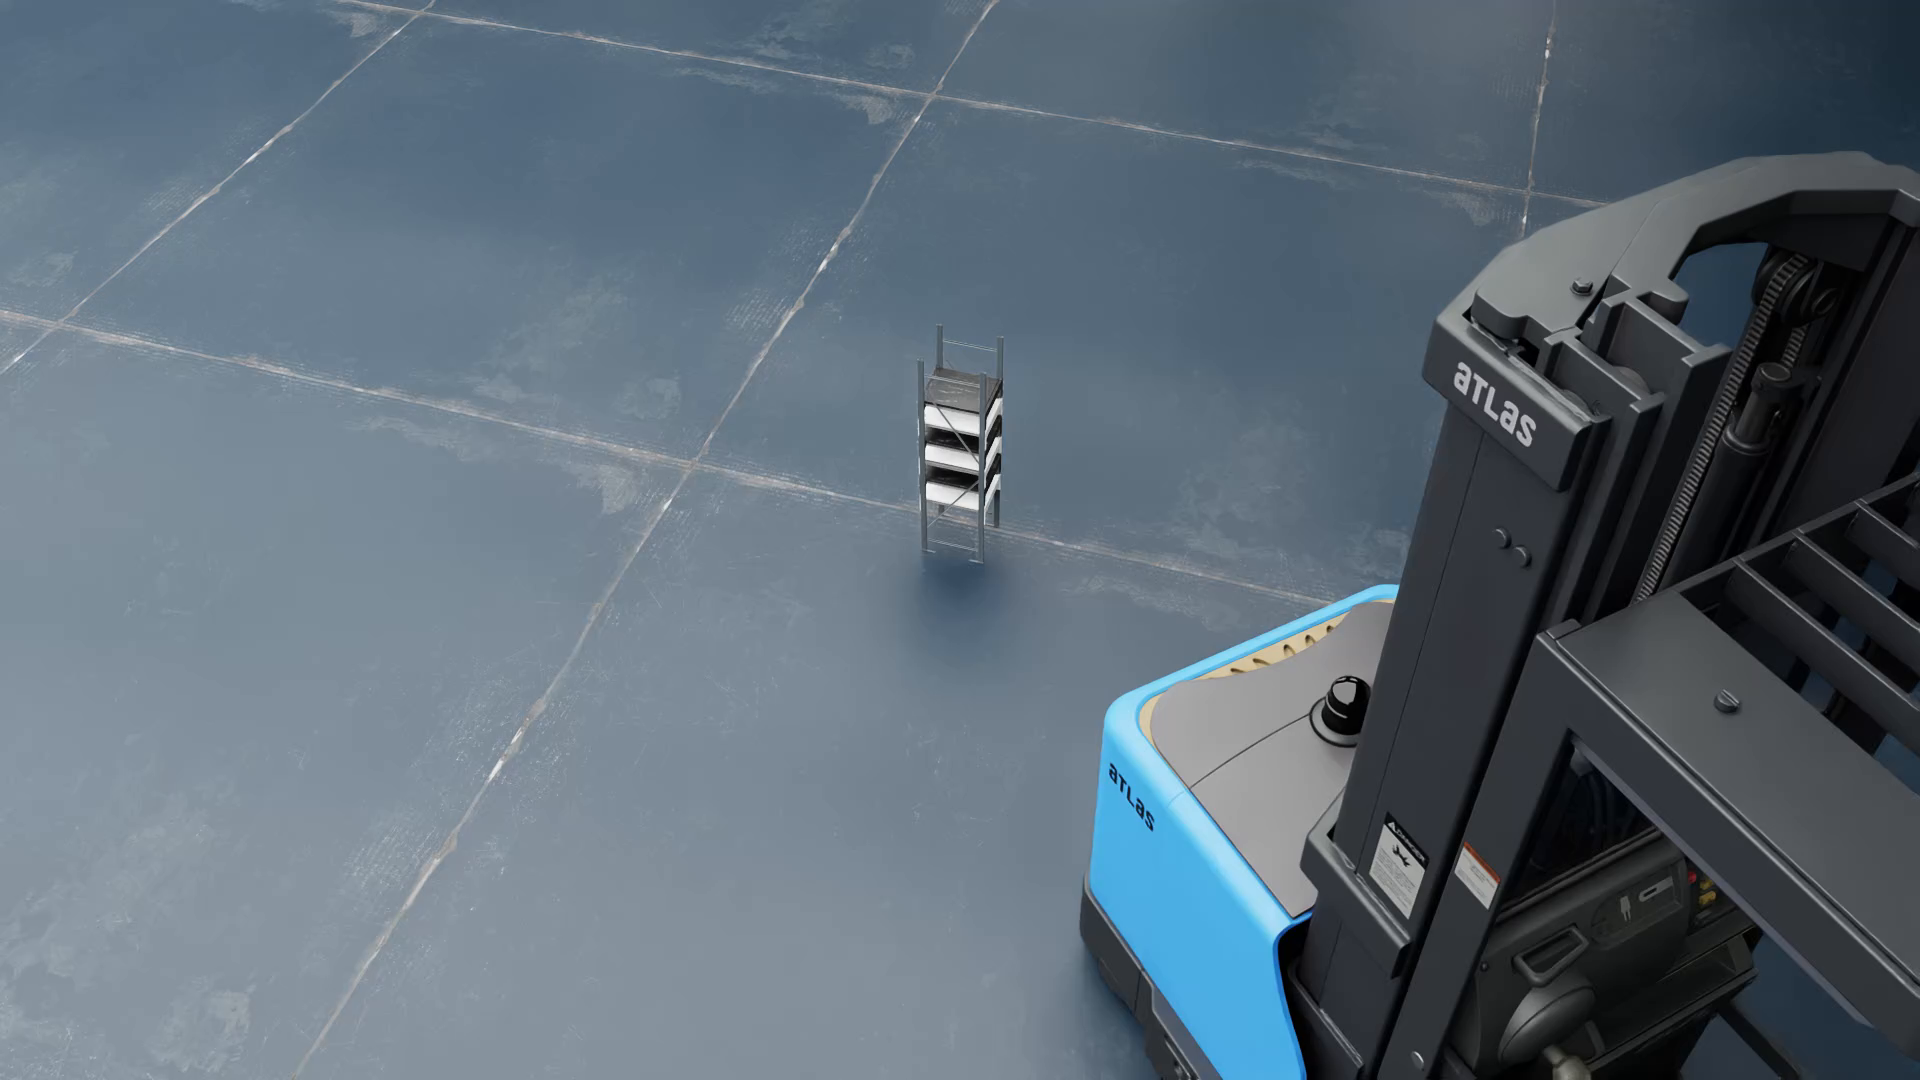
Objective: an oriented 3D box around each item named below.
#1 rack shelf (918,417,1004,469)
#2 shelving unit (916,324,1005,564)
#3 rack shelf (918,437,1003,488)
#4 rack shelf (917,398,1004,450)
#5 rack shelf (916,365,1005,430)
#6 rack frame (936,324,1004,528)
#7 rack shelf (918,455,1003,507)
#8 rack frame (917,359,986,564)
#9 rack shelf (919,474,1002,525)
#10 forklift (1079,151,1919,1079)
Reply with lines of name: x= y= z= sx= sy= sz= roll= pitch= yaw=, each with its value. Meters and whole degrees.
rack shelf: x=0.002 y=-0.368 z=5.901 sx=0.258 sy=0.077 sz=0.200 roll=13 pitch=46 yaw=12
shelving unit: x=0.002 y=-0.327 z=5.941 sx=0.258 sy=0.900 sz=0.210 roll=13 pitch=46 yaw=12
rack shelf: x=0.002 y=-0.303 z=5.964 sx=0.258 sy=0.077 sz=0.200 roll=13 pitch=46 yaw=12
rack shelf: x=0.002 y=-0.432 z=5.838 sx=0.258 sy=0.077 sz=0.200 roll=13 pitch=46 yaw=12
rack shelf: x=0.002 y=-0.496 z=5.775 sx=0.258 sy=0.077 sz=0.200 roll=13 pitch=46 yaw=12
rack frame: x=0.033 y=-0.395 z=6.010 sx=0.240 sy=0.900 sz=0.006 roll=13 pitch=46 yaw=12
rack shelf: x=0.002 y=-0.239 z=6.027 sx=0.258 sy=0.077 sz=0.200 roll=13 pitch=46 yaw=12
rack frame: x=-0.028 y=-0.259 z=5.872 sx=0.240 sy=0.900 sz=0.006 roll=13 pitch=46 yaw=12
rack shelf: x=0.002 y=-0.175 z=6.090 sx=0.258 sy=0.077 sz=0.200 roll=13 pitch=46 yaw=12
forklift: x=1.502 y=0.887 z=3.248 sx=1.130 sy=2.935 sz=3.031 roll=-21 pitch=48 yaw=-20
